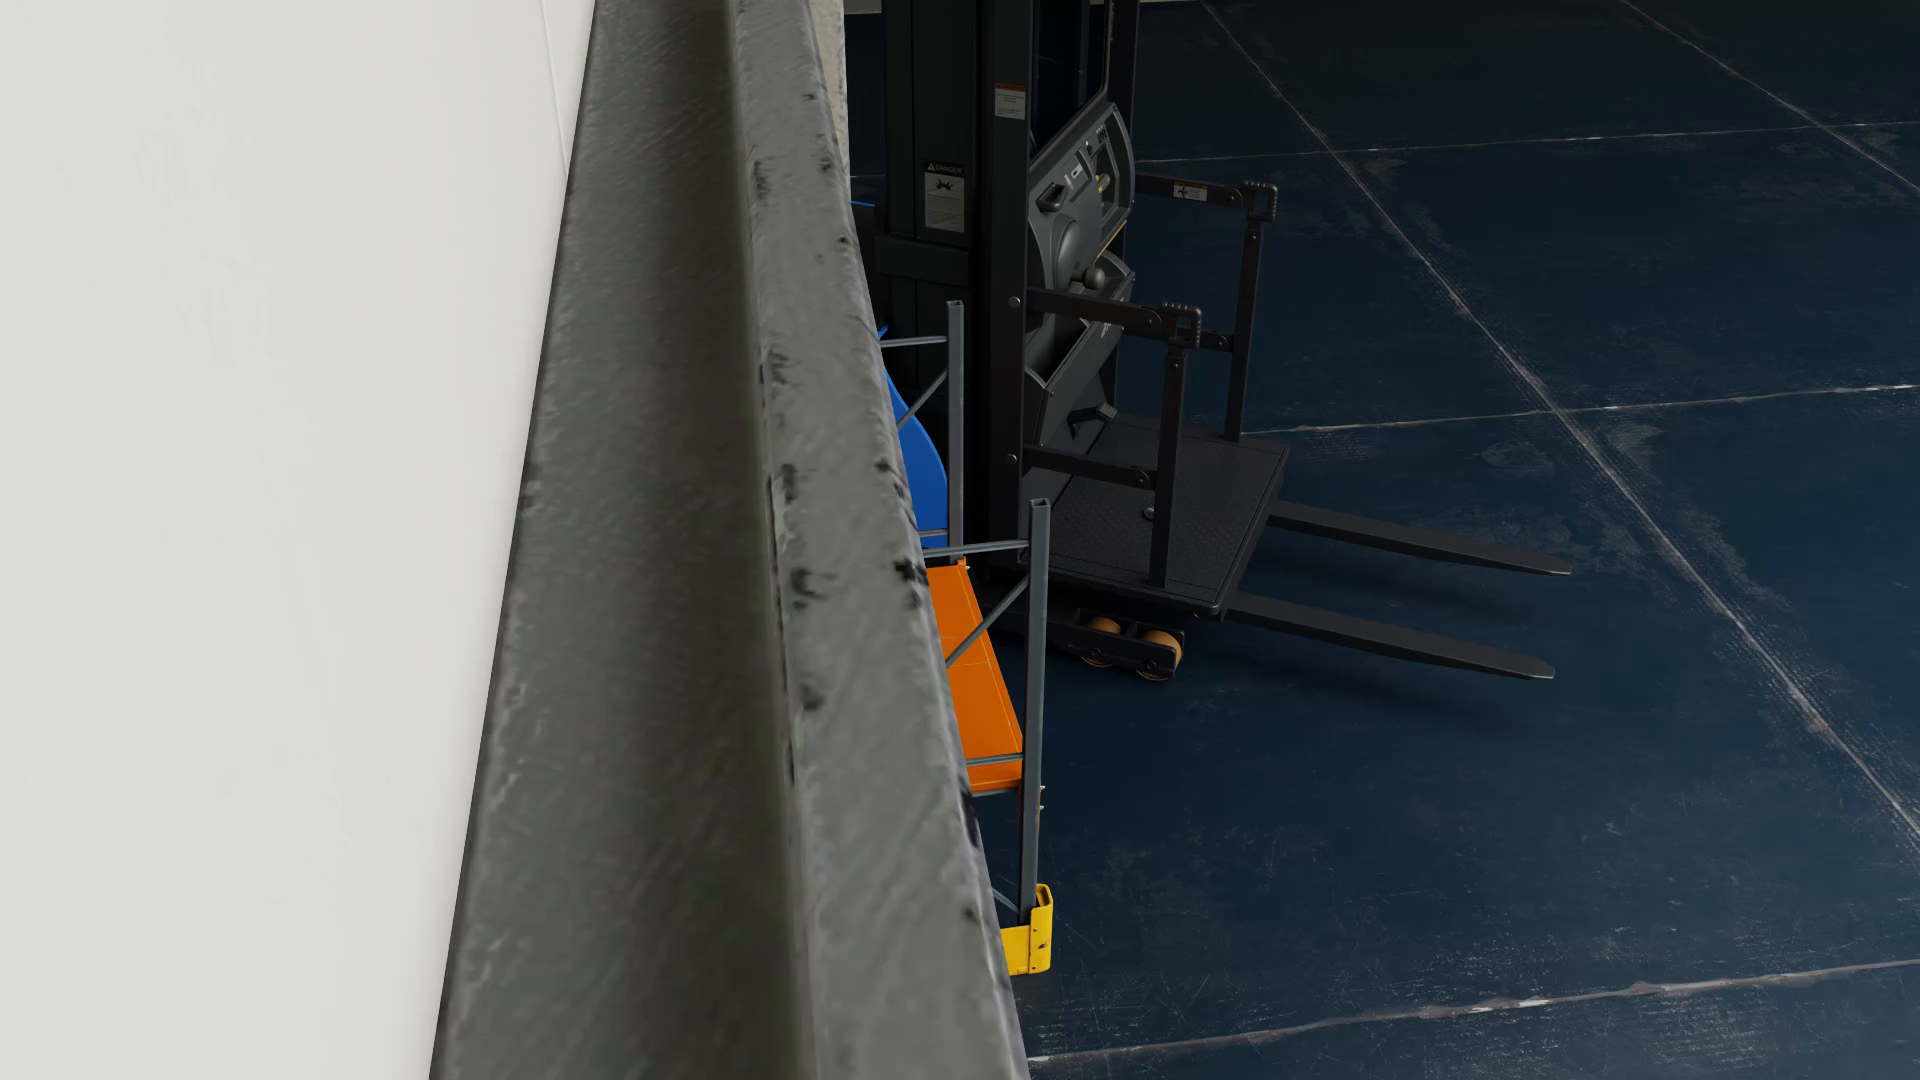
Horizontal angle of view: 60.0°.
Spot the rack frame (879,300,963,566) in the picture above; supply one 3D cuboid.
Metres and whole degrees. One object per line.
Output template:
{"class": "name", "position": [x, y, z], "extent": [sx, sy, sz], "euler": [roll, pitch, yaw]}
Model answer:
{"class": "rack frame", "position": [-0.239, -0.001, 4.920], "extent": [0.500, 1.500, 0.032], "euler": [-6, 35, -9]}

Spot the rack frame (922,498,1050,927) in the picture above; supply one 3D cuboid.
{"class": "rack frame", "position": [-0.047, 0.561, 4.095], "extent": [0.500, 1.500, 0.032], "euler": [-6, 35, -9]}

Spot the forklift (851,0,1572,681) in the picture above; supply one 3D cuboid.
{"class": "forklift", "position": [0.578, -1.081, 5.234], "extent": [3.031, 2.935, 1.130], "euler": [13, 36, 18]}

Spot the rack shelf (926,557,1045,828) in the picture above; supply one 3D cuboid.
{"class": "rack shelf", "position": [-0.143, 0.428, 4.609], "extent": [0.538, 0.185, 1.000], "euler": [-6, 35, -9]}

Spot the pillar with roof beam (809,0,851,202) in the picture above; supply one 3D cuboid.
{"class": "pillar with roof beam", "position": [3.909, -2.664, 2.168], "extent": [9.100, 9.000, 0.400], "euler": [-4, 35, -6]}

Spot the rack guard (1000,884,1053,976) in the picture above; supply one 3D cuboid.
{"class": "rack guard", "position": [-0.047, 1.077, 4.448], "extent": [0.587, 0.250, 0.087], "euler": [-6, 35, -9]}

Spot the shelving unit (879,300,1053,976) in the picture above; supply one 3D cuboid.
{"class": "shelving unit", "position": [-0.141, 0.285, 4.500], "extent": [0.587, 1.500, 1.083], "euler": [-6, 35, -9]}
